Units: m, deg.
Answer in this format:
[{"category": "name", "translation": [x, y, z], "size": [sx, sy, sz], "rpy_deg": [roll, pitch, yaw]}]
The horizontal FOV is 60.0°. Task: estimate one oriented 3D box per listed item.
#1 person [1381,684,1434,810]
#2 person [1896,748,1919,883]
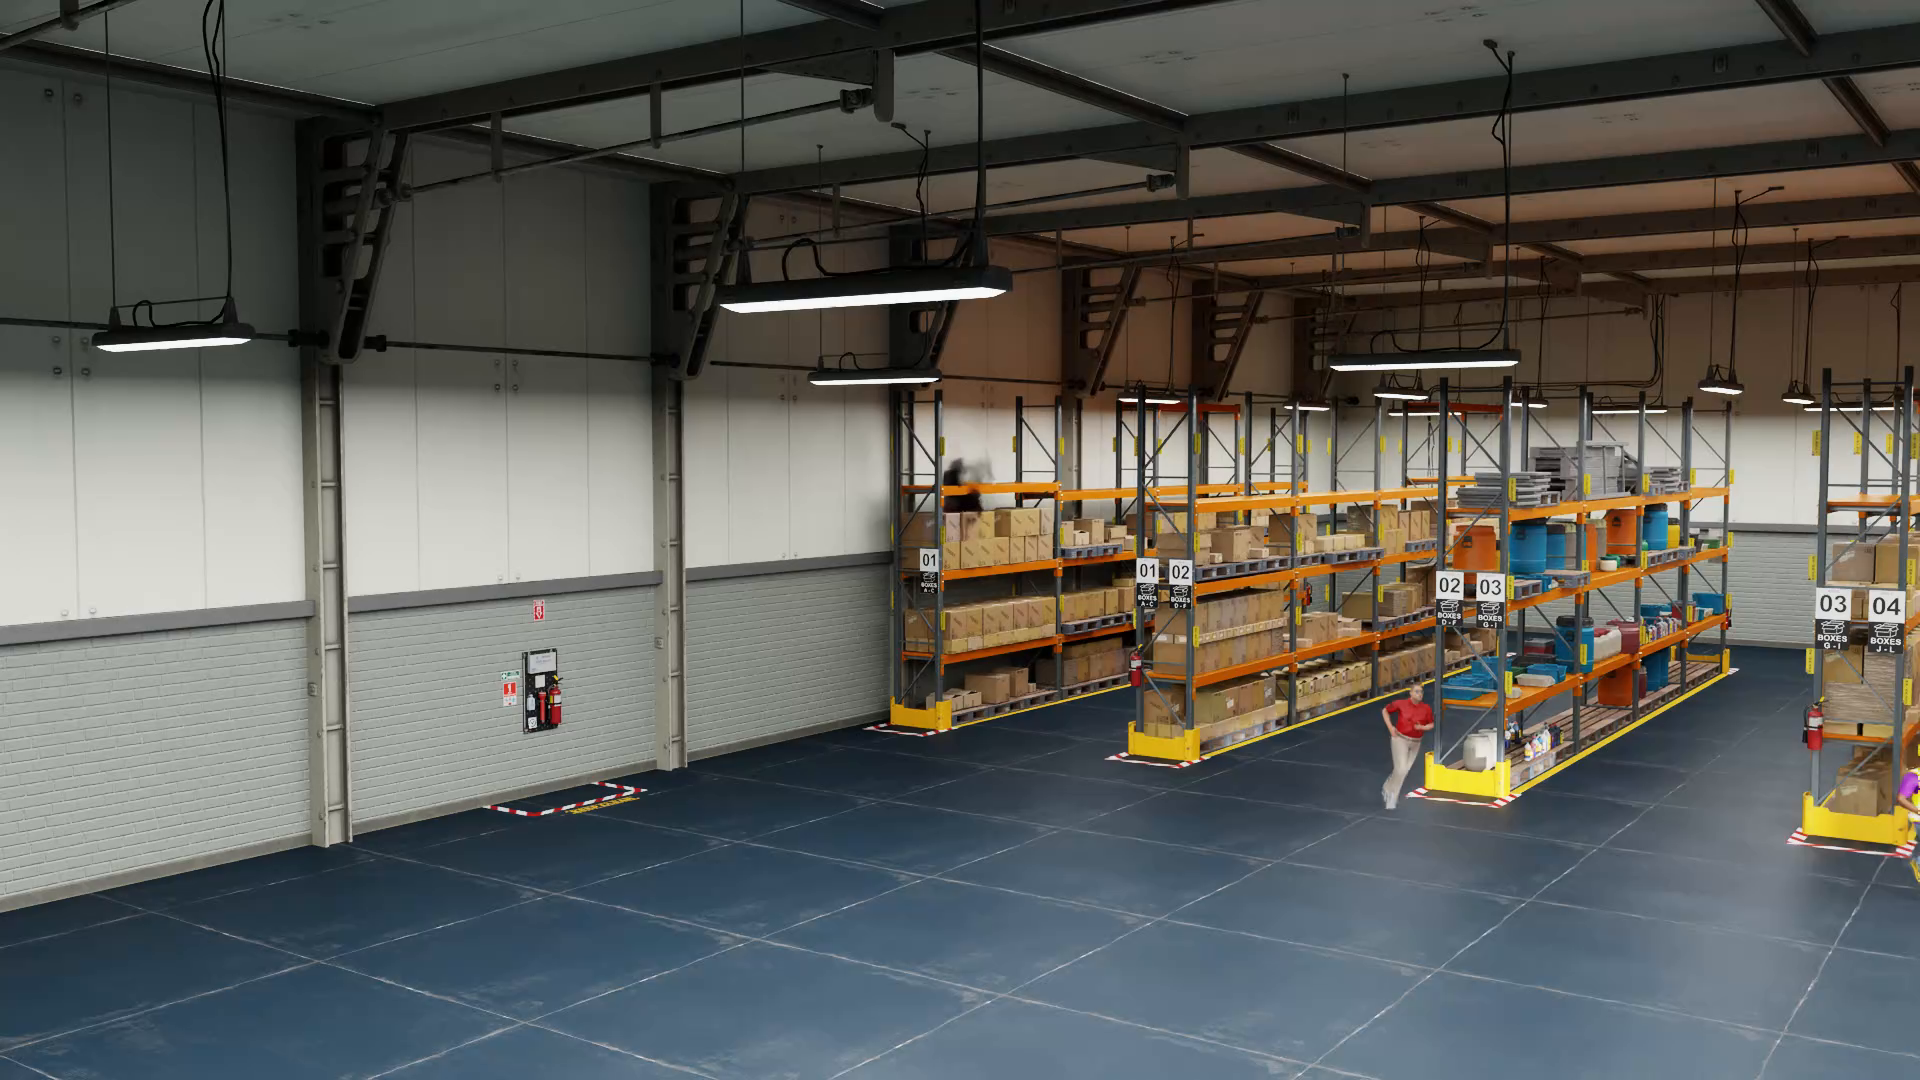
[{"category": "person", "translation": [6.203, 2.879, 23.165], "size": [0.731, 1.779, 0.688], "rpy_deg": [-1, 3, -13]}, {"category": "person", "translation": [10.719, 3.105, 18.405], "size": [0.697, 1.717, 0.608], "rpy_deg": [-1, 3, -13]}]
